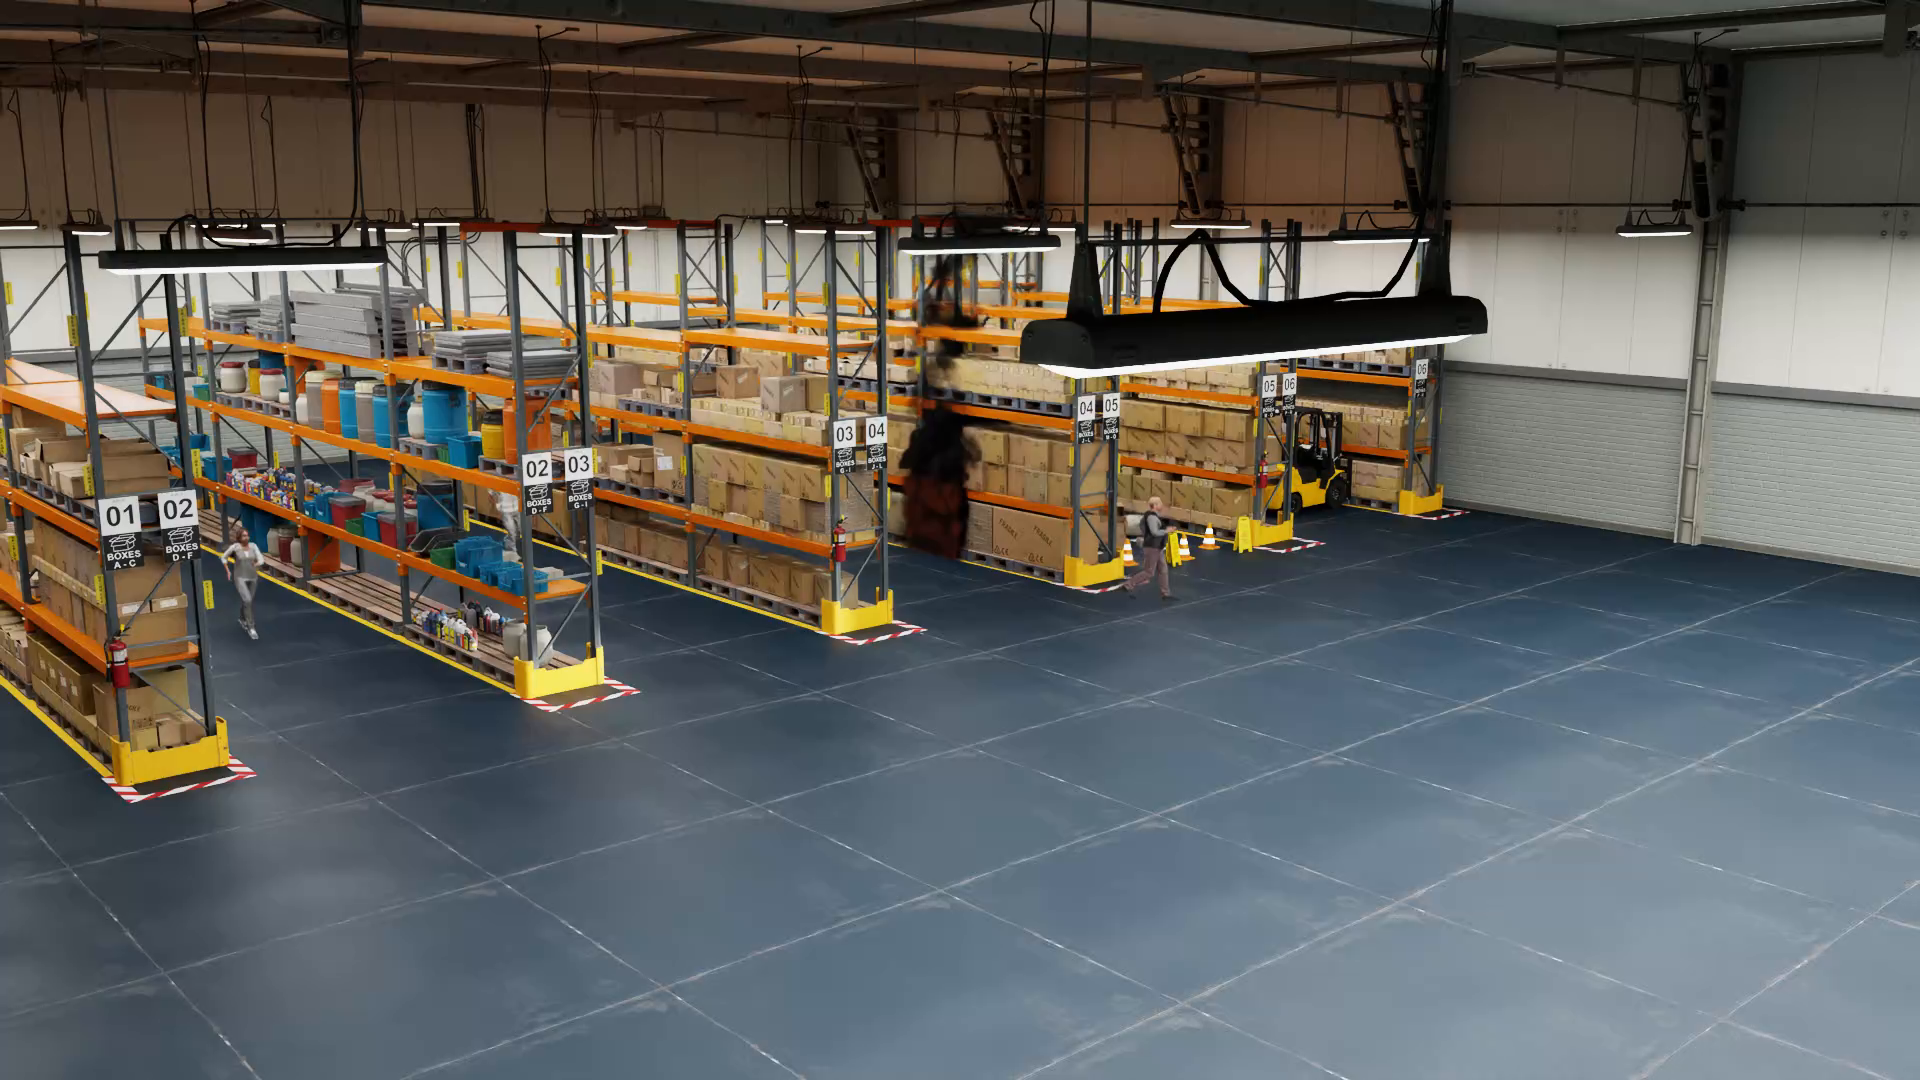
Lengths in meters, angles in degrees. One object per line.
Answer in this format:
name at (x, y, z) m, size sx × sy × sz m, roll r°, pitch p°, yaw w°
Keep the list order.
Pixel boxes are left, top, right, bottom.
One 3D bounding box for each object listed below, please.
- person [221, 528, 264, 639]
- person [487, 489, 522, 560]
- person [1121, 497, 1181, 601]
person at (-10.602, 0.611, 24.697) m, size 0.776 × 1.616 × 0.531 m, roll 10°, pitch 15°, yaw 42°
person at (-8.156, -0.519, 30.046) m, size 0.689 × 1.739 × 0.730 m, roll -10°, pitch 15°, yaw -41°
person at (3.086, 0.143, 26.679) m, size 0.960 × 1.703 × 0.663 m, roll 2°, pitch 12°, yaw 9°
